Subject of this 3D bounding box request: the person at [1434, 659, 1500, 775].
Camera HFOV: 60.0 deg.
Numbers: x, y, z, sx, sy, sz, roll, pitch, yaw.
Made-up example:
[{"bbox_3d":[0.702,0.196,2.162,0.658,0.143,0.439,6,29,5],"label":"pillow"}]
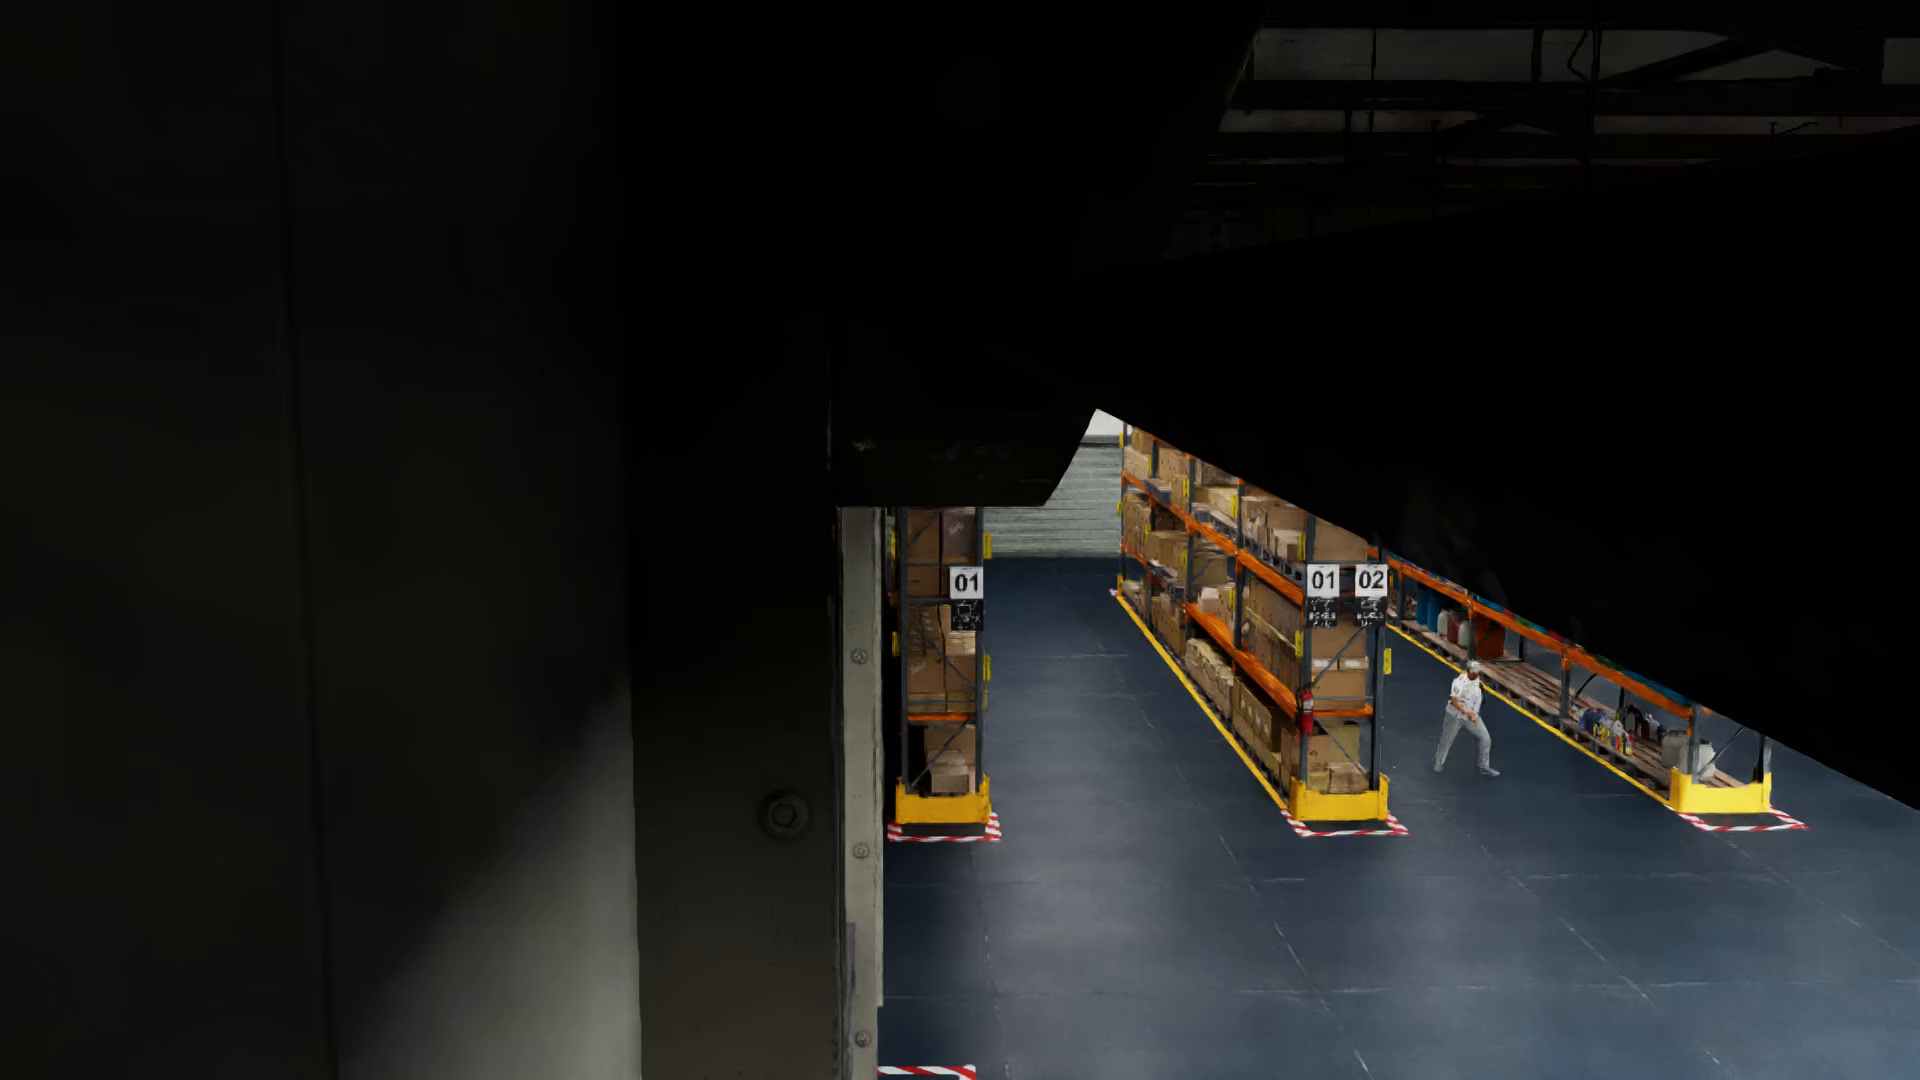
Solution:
[{"bbox_3d":[6.860,2.377,22.564,0.662,1.604,0.782,-3,9,-22],"label":"person"}]
